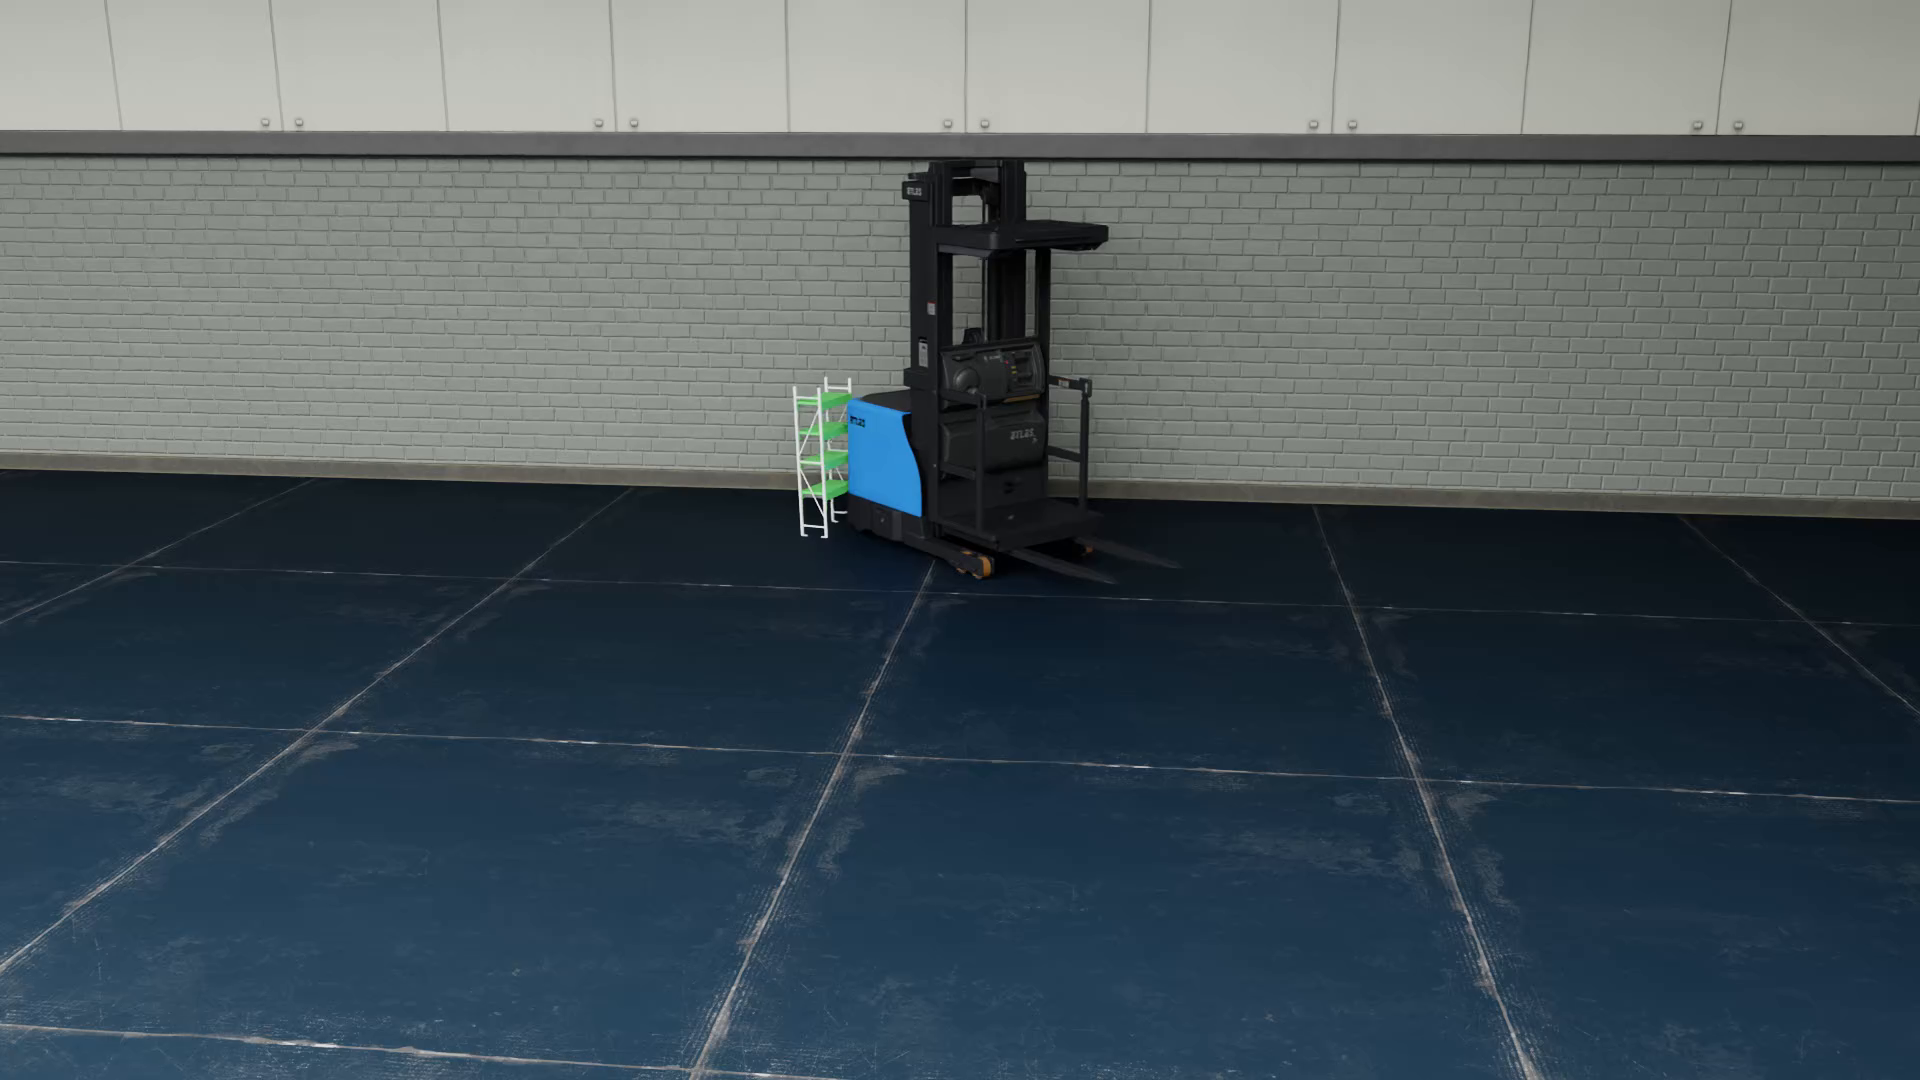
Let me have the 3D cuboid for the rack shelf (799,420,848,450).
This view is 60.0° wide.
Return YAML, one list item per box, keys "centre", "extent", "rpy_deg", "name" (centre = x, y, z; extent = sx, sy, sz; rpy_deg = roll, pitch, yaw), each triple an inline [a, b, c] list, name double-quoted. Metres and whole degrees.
- centre: [-1.077, -0.837, 13.270]
  extent: [0.258, 0.148, 0.480]
  rpy_deg: [5, 16, 25]
  name: "rack shelf"

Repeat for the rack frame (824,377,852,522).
- centre: [-0.967, -0.724, 13.526]
  extent: [0.240, 1.200, 0.015]
  rpy_deg: [5, 16, 25]
  name: "rack frame"

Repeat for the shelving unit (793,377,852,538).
- centre: [-1.072, -0.667, 13.313]
  extent: [0.258, 1.200, 0.503]
  rpy_deg: [5, 16, 25]
  name: "shelving unit"

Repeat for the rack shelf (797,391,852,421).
- centre: [-1.084, -1.070, 13.210]
  extent: [0.258, 0.148, 0.480]
  rpy_deg: [5, 16, 25]
  name: "rack shelf"

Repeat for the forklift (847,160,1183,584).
- centre: [0.380, -1.275, 12.262]
  extent: [1.130, 2.935, 3.031]
  rpy_deg: [-11, 19, -36]
  name: "forklift"

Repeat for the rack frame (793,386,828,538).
- centre: [-1.176, -0.609, 13.100]
  extent: [0.240, 1.200, 0.015]
  rpy_deg: [5, 16, 25]
  name: "rack frame"

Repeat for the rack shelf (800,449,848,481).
- centre: [-1.070, -0.605, 13.329]
  extent: [0.258, 0.148, 0.480]
  rpy_deg: [5, 16, 25]
  name: "rack shelf"

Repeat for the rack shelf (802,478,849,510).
- centre: [-1.063, -0.373, 13.388]
  extent: [0.258, 0.148, 0.480]
  rpy_deg: [5, 16, 25]
  name: "rack shelf"
